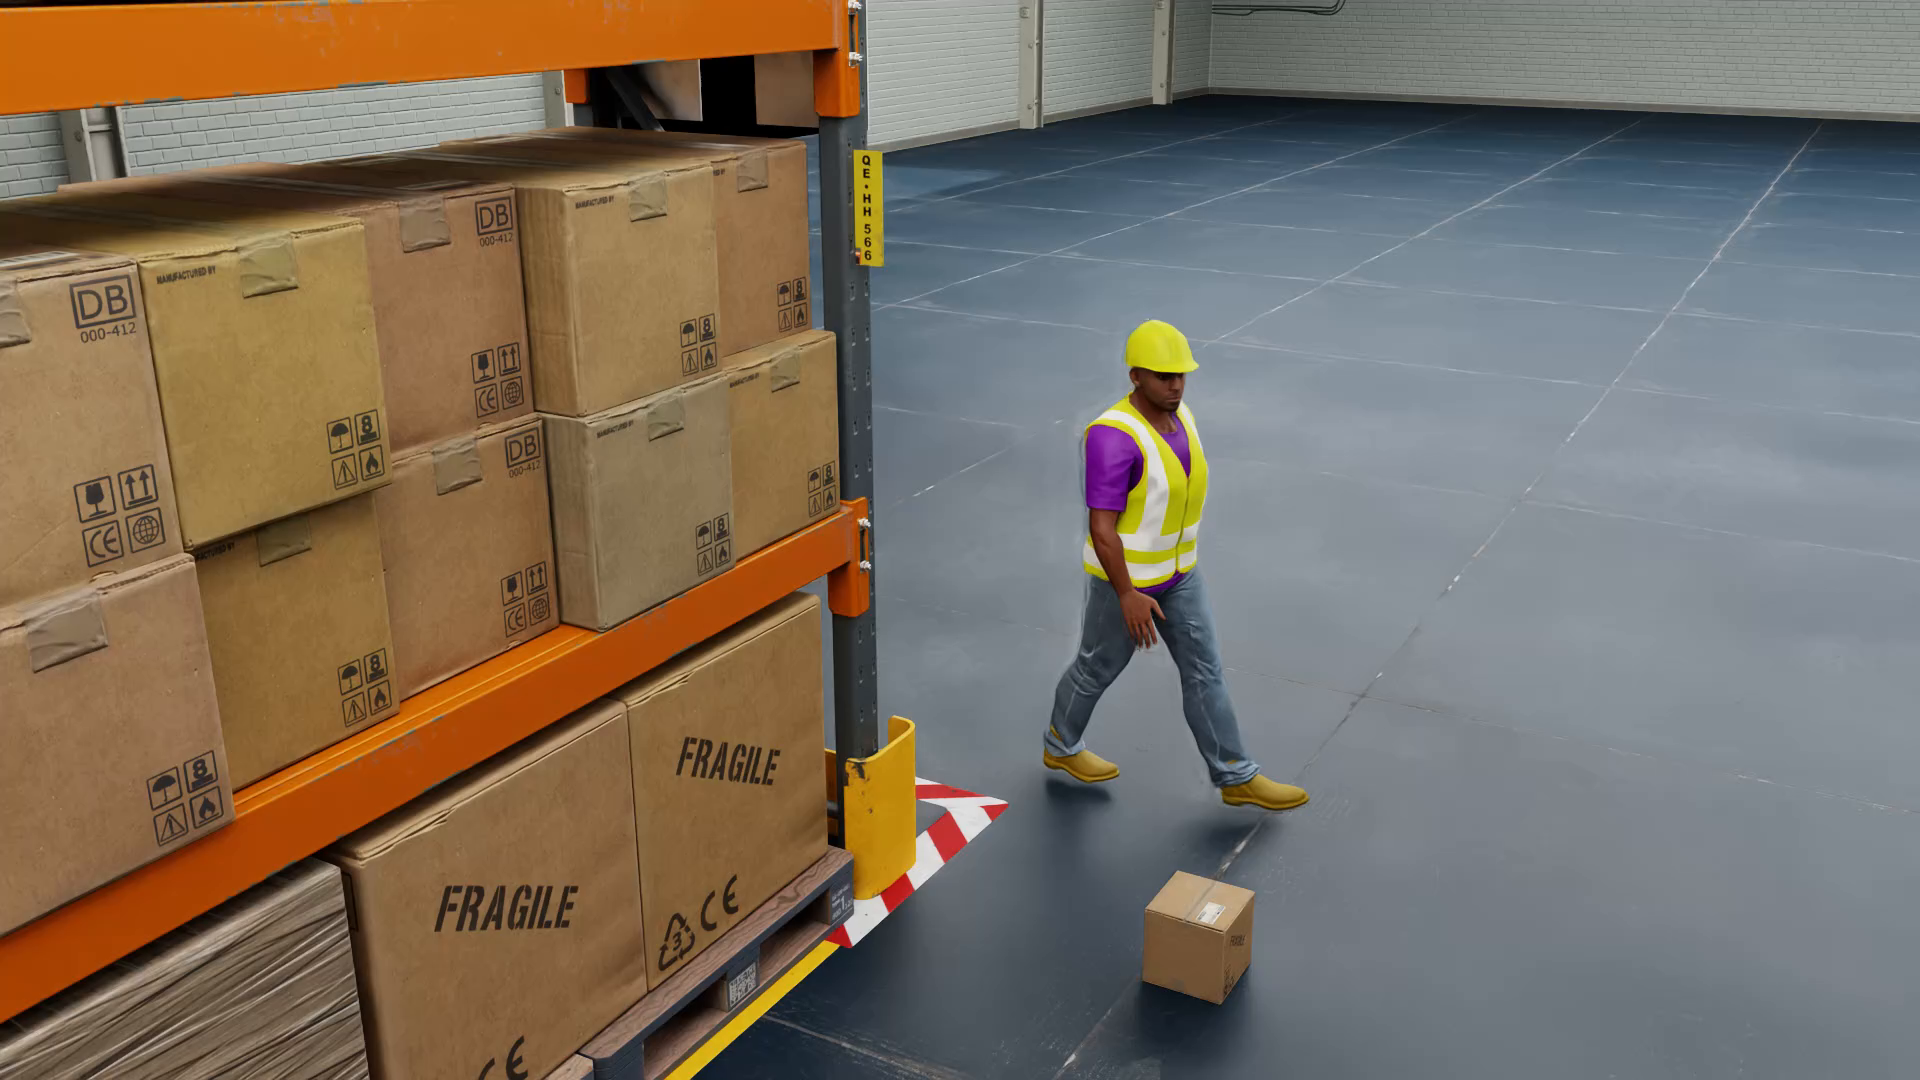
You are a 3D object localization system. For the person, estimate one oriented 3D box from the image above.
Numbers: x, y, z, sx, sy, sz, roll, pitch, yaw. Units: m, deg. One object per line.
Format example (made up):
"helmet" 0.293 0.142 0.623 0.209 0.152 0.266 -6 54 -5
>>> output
"person" 0.690 0.109 5.668 0.953 1.714 0.627 18 26 41
